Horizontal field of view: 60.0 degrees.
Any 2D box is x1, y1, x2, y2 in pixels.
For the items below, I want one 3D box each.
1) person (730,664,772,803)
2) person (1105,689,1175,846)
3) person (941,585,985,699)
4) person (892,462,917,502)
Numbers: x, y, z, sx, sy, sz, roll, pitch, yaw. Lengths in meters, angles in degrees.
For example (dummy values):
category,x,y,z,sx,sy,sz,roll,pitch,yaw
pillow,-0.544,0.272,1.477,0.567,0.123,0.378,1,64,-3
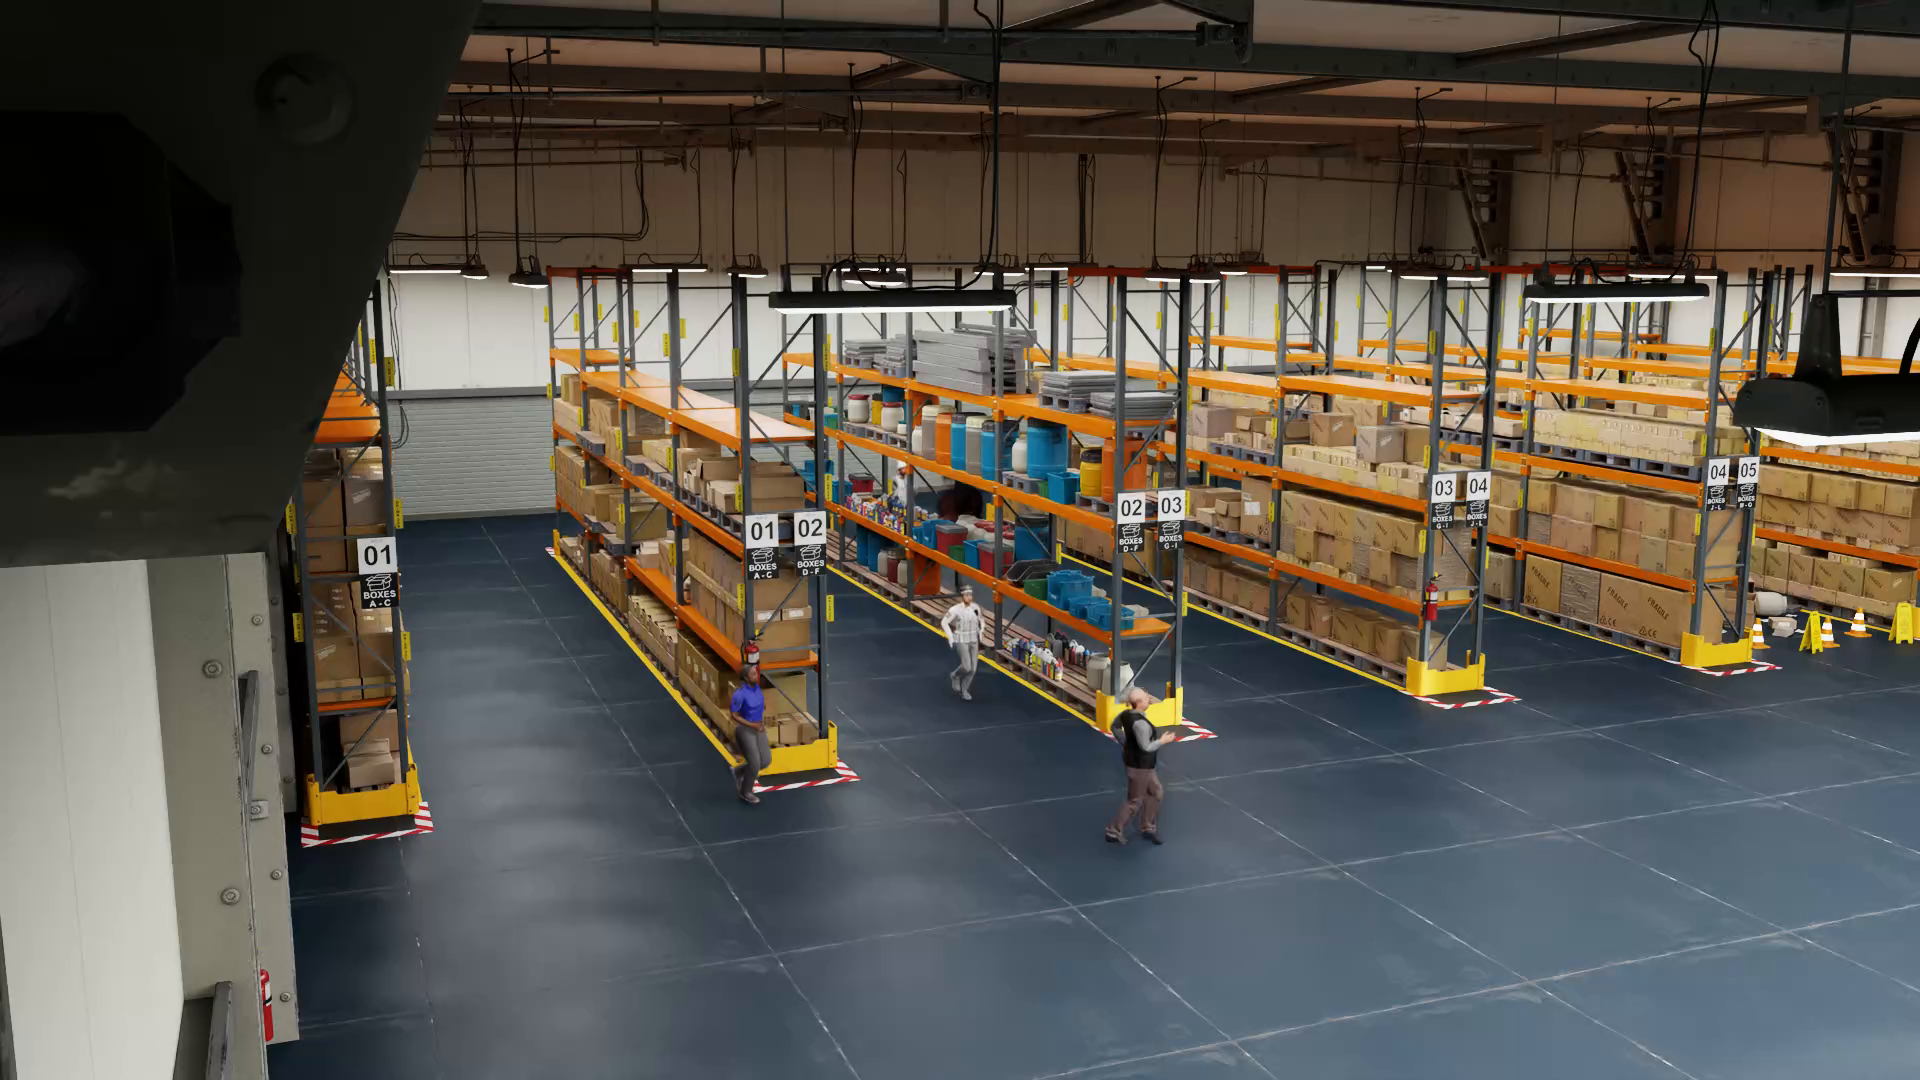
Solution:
category,x,y,z,sx,sy,sz,roll,pitch,yaw
person,-2.430,2.225,19.261,0.579,1.616,0.590,5,11,27
person,1.905,2.445,17.679,0.734,1.774,0.639,0,10,-2
person,0.104,1.456,23.556,0.615,1.653,0.541,-5,11,-27
person,-1.247,-0.873,36.457,0.674,1.690,0.754,-5,11,-27
